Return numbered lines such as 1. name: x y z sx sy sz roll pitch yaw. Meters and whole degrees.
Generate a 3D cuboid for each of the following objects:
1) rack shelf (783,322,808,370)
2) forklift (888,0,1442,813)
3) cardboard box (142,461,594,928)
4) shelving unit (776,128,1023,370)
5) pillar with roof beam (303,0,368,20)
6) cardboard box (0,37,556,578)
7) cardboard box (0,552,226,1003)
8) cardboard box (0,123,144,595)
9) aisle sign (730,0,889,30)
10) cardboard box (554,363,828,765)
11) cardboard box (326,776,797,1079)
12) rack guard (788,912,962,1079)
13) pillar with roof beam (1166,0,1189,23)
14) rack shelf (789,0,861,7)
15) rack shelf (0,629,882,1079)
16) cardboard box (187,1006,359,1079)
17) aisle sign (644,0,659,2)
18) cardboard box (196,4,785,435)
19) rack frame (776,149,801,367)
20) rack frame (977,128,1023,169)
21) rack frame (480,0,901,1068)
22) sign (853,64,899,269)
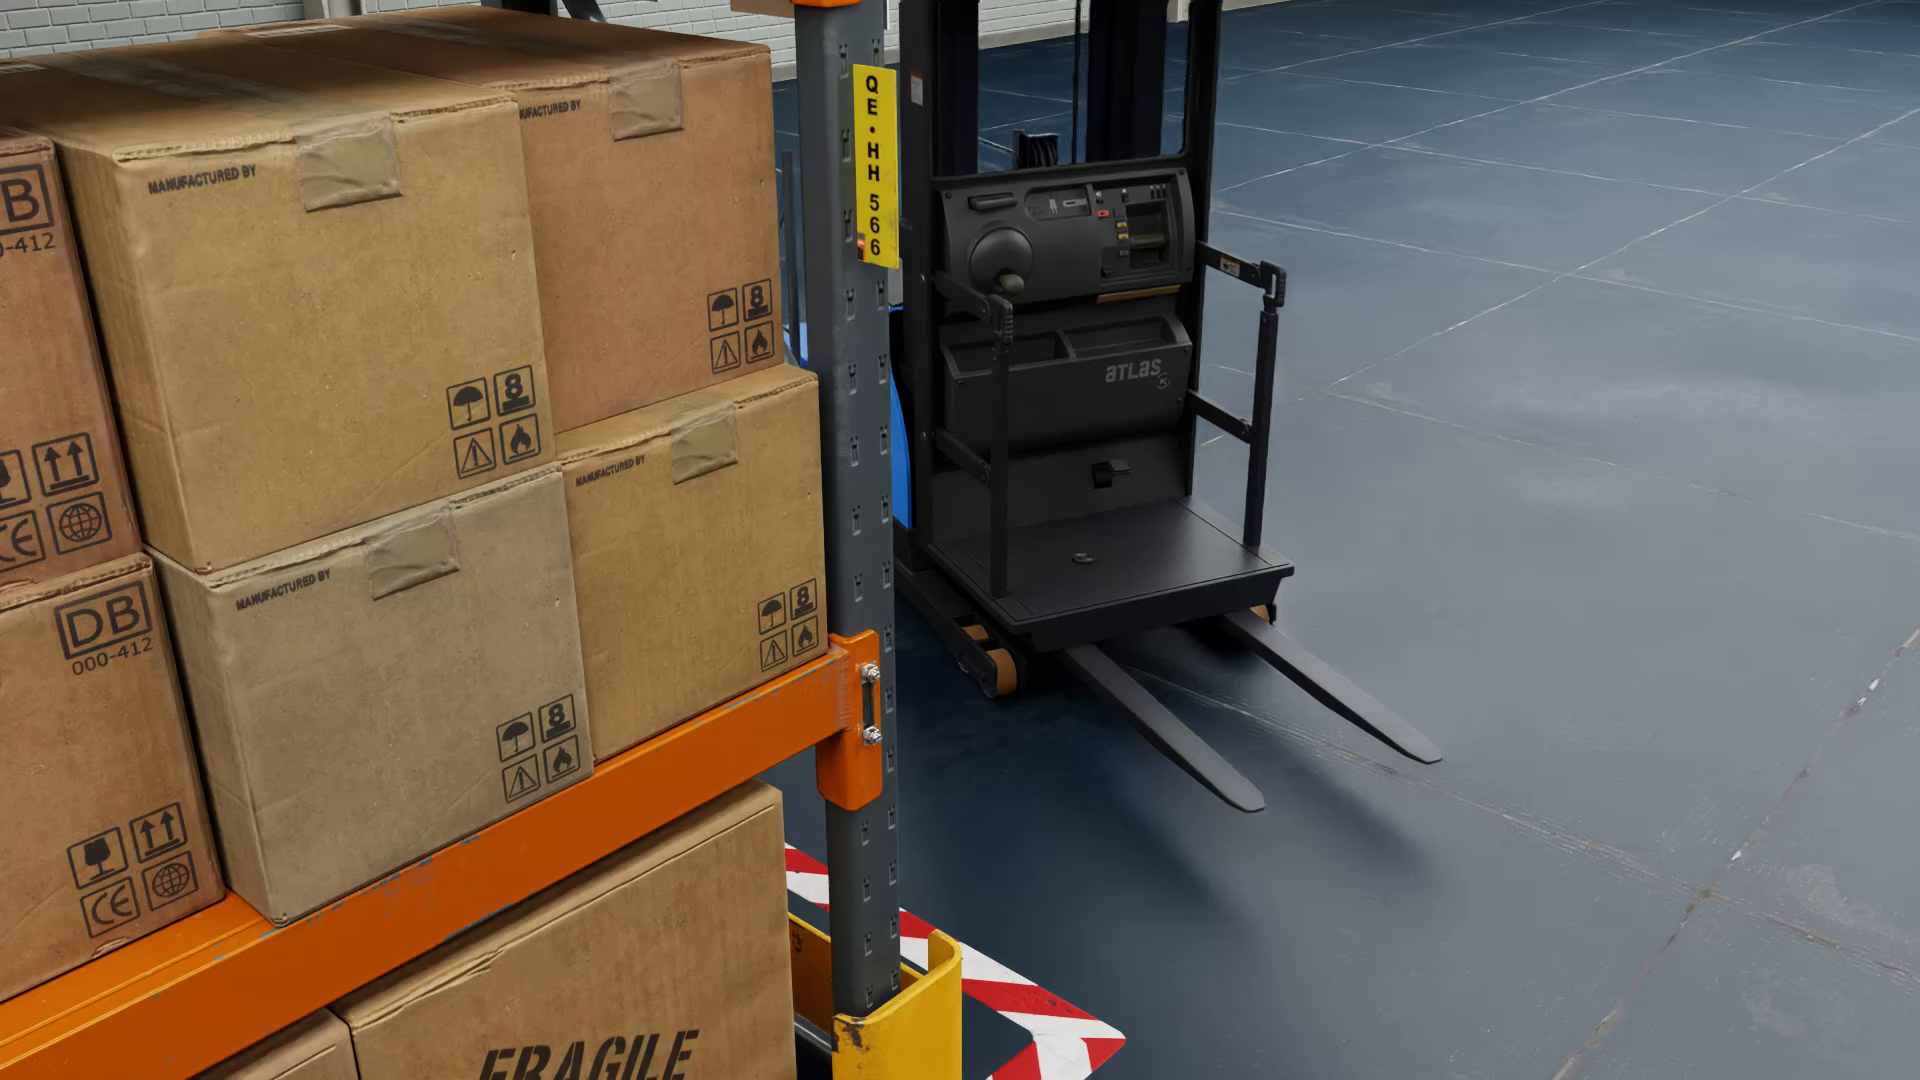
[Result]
1. rack shelf: -0.319 -0.842 7.233 1.000 0.185 0.538 -12 27 -24
2. forklift: 0.463 -1.010 5.420 1.130 2.935 3.031 -11 26 -22
3. cardboard box: -1.100 0.099 2.680 0.875 0.550 0.550 20 31 38
4. shelving unit: -0.319 -1.006 7.160 1.048 1.500 0.538 -12 27 -24
5. pillar with roof beam: -1.914 -6.231 9.648 9.100 9.000 0.400 20 31 38
6. cardboard box: -1.111 -0.398 2.468 0.875 0.550 0.550 20 31 38
7. cardboard box: -1.568 0.235 2.376 0.875 0.550 0.550 20 31 38
8. cardboard box: -1.586 -0.264 2.170 0.875 0.550 0.550 20 31 38
9. aisle sign: -0.265 -1.258 2.712 0.394 0.787 0.004 20 31 38
10. cardboard box: -0.750 -0.075 3.068 0.875 0.550 0.550 20 31 38
11. cardboard box: -0.939 0.871 3.226 0.875 0.875 0.875 20 31 38
12. rack guard: -0.520 1.001 3.906 1.175 0.500 0.348 20 31 38
13. pillar with roof beam: 6.095 -9.887 17.802 9.100 9.000 0.400 20 31 38
14. rack shelf: -1.871 -0.563 1.552 1.077 0.370 4.000 20 31 38
15. rack shelf: -1.871 0.806 2.166 1.077 0.370 4.000 20 31 38
16. cardboard box: -1.525 1.139 2.626 0.875 0.875 0.875 20 31 37
17. aisle sign: -0.712 -1.422 3.077 0.394 0.787 0.004 20 31 38
18. cardboard box: -0.812 -0.591 2.898 0.875 0.550 0.550 20 31 38
19. rack frame: -0.774 -0.913 6.953 0.032 1.500 0.500 -12 27 -24
20. rack frame: 0.136 -1.099 7.367 0.032 1.500 0.500 -12 27 -24
21. rack frame: -0.536 -0.132 3.378 1.000 3.000 0.127 20 31 38
22. sign: -0.141 -0.616 2.753 0.100 0.325 0.005 20 31 38
